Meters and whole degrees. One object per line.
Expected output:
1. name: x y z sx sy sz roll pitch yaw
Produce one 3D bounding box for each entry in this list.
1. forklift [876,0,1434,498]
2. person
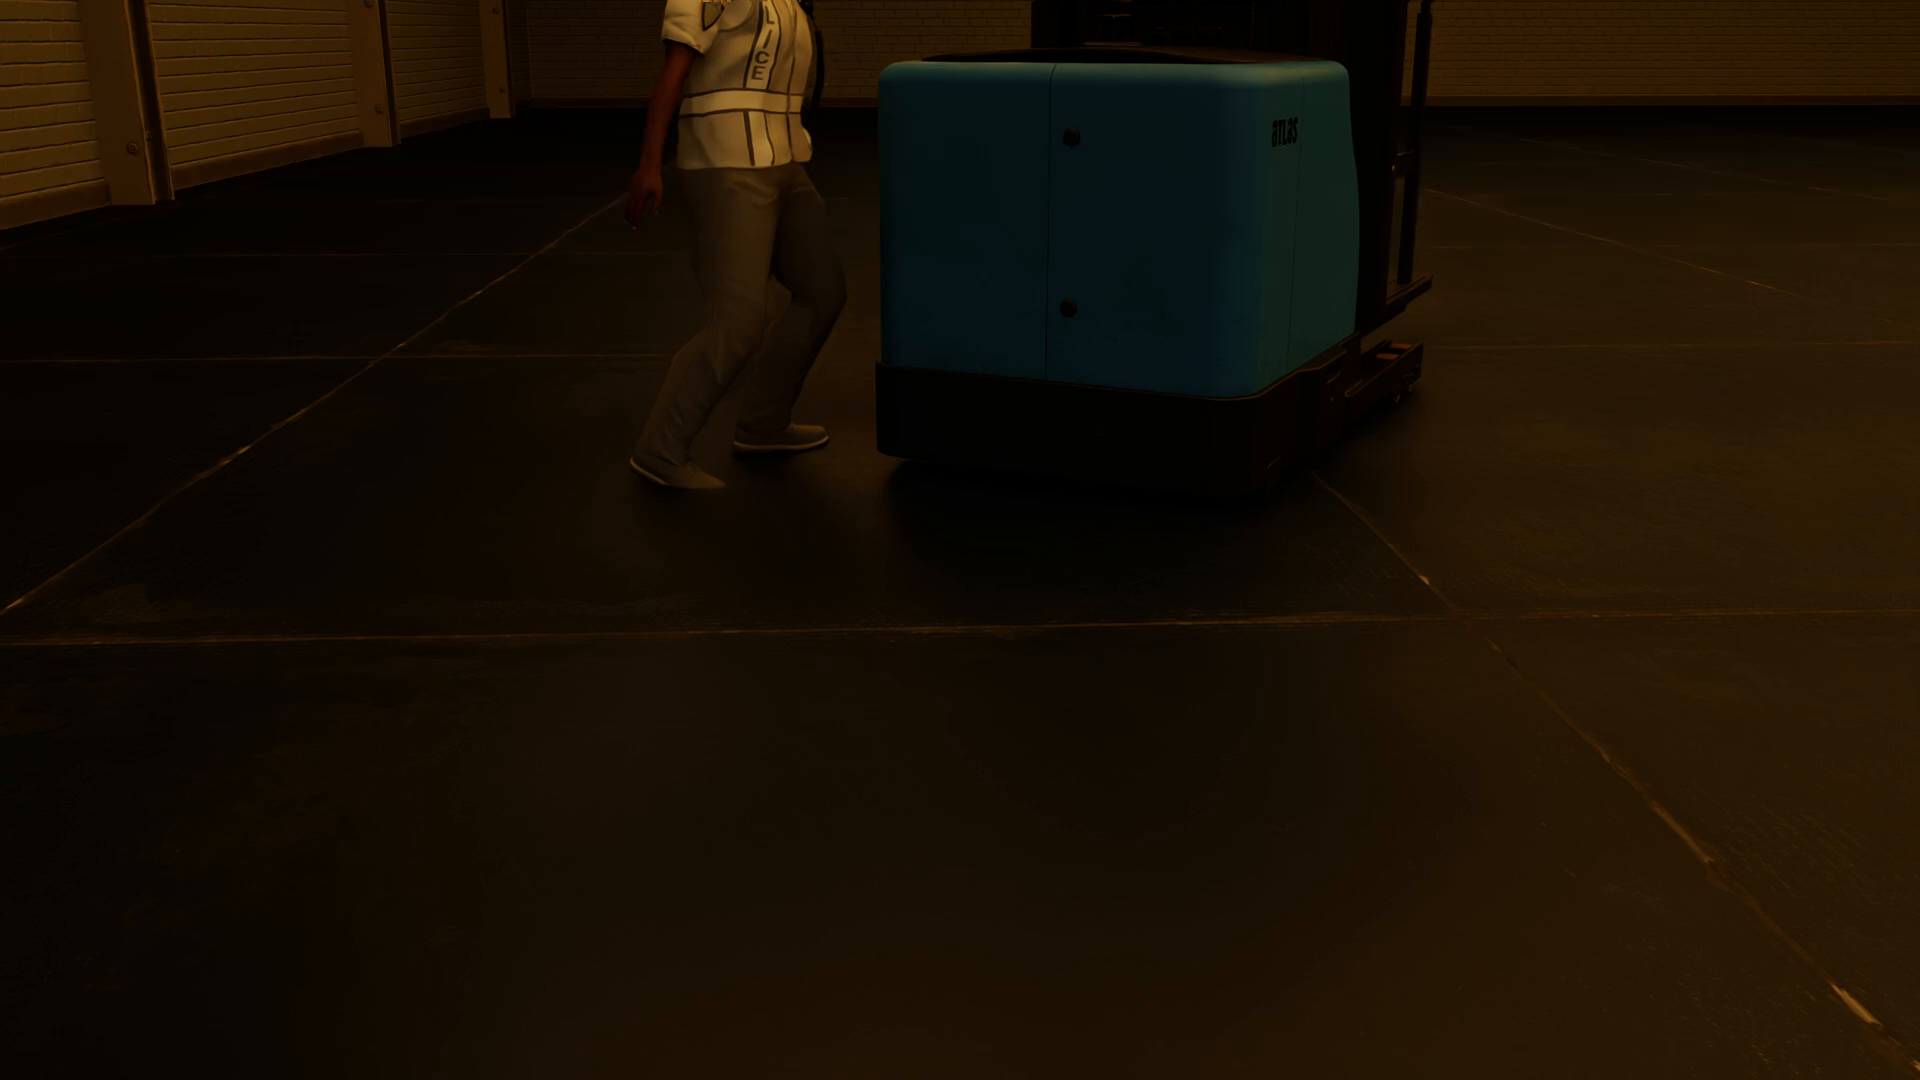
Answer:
1. forklift: 0.890 -1.891 5.089 1.130 2.935 3.031 8 19 25
2. person: -0.613 -0.921 4.296 0.464 1.640 0.817 6 18 18
